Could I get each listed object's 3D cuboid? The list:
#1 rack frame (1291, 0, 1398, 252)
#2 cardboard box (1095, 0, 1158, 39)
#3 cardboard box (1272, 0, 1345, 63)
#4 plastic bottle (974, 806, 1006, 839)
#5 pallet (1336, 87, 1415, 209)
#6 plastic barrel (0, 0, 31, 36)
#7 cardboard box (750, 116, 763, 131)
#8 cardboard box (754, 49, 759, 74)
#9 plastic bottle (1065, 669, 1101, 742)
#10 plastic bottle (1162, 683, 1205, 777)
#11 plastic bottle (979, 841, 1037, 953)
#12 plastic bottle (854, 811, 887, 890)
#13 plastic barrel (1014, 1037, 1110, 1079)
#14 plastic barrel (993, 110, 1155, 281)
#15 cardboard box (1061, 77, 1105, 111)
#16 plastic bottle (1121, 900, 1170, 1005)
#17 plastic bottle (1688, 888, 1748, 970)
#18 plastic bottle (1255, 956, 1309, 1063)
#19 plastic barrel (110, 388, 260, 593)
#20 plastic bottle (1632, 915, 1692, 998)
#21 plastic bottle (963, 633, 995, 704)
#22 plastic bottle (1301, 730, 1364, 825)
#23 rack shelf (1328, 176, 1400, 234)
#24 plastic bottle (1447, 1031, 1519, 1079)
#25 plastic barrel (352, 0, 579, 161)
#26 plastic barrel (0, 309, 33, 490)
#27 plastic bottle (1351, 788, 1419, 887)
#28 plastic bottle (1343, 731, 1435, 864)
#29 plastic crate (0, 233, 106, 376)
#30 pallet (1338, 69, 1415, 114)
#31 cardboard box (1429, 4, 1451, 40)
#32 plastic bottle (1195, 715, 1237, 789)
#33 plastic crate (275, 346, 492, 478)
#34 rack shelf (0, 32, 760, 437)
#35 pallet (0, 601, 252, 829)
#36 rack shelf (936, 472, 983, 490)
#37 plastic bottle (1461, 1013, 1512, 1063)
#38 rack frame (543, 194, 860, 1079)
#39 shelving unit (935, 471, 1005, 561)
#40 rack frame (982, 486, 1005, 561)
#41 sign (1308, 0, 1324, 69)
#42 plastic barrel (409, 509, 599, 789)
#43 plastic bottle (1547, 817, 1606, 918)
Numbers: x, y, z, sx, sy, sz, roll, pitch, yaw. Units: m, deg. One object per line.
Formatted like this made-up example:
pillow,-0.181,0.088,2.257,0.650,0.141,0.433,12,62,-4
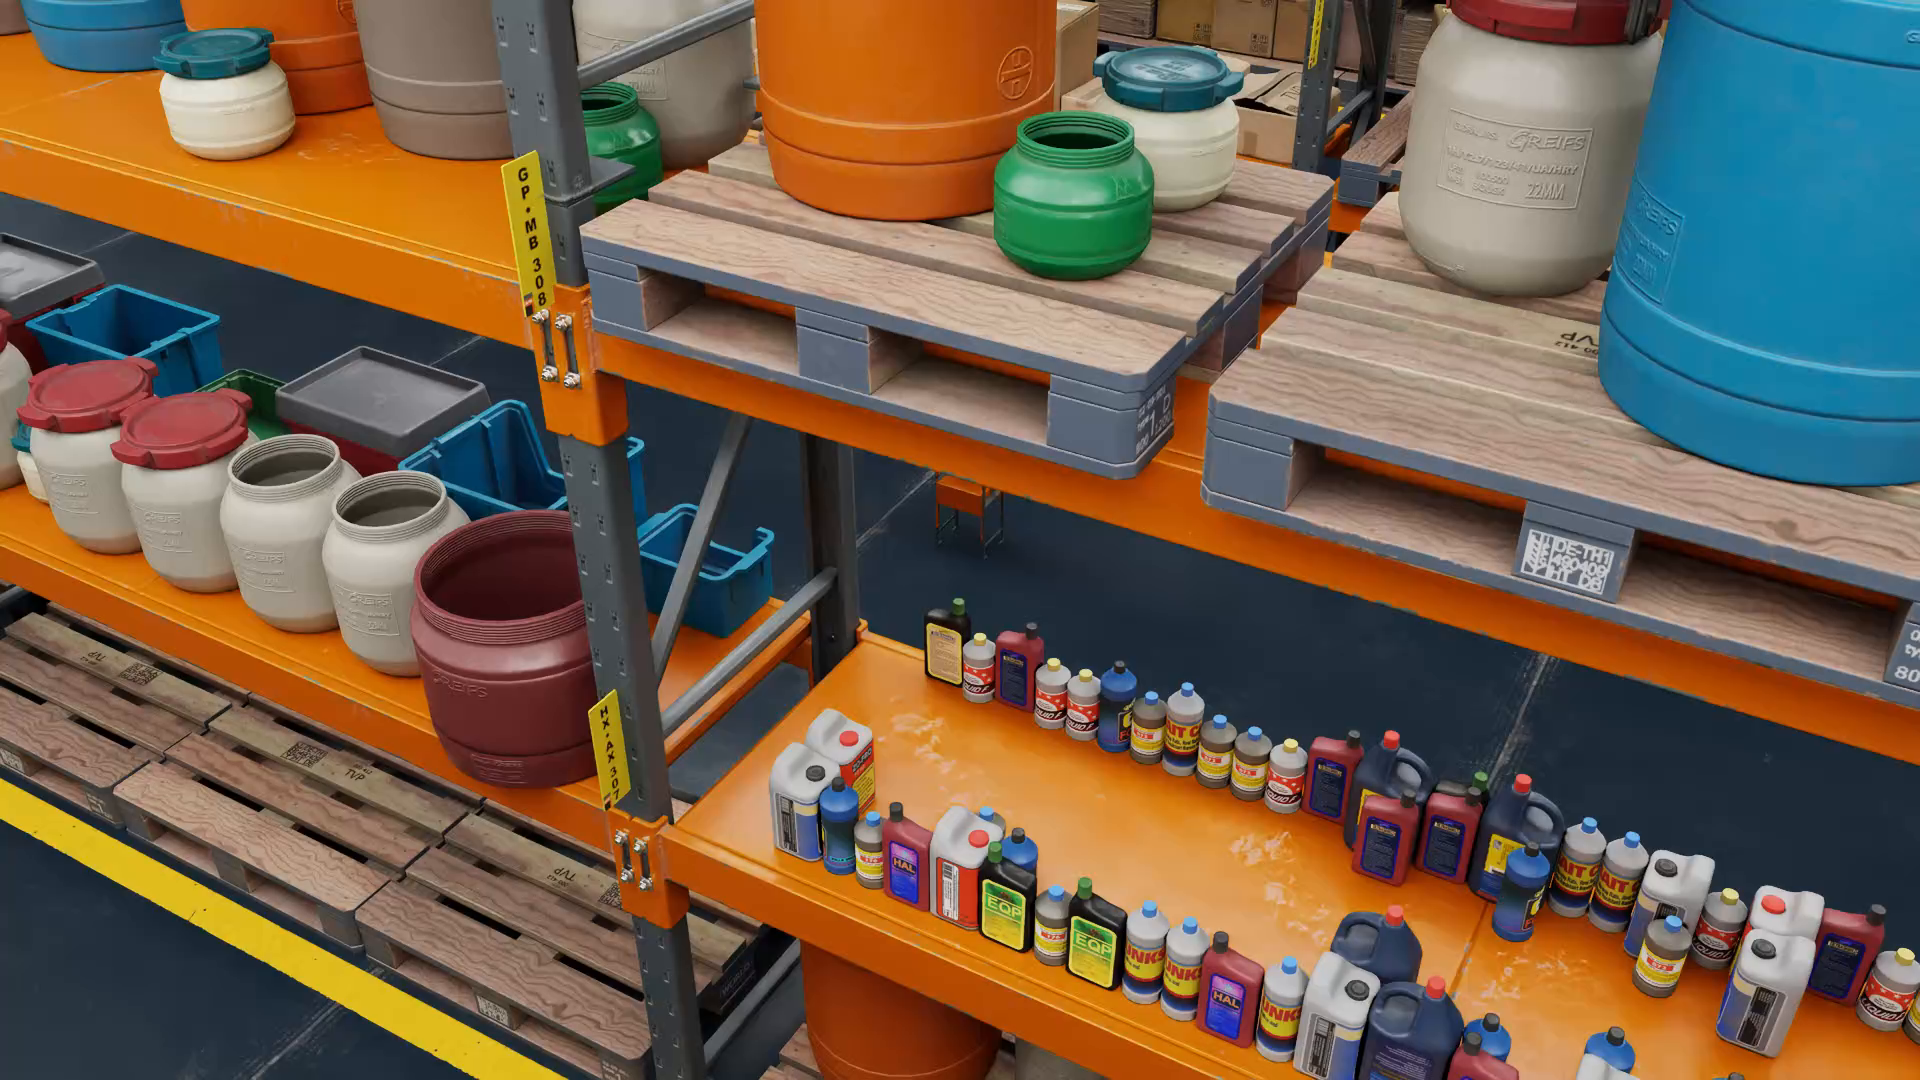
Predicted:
rack frame,1.863,-2.058,8.135,0.127,3.000,1.000,18,37,24
cardboard box,1.492,-4.491,13.647,0.500,0.500,0.700,19,38,26
cardboard box,2.832,-4.079,13.028,0.500,0.500,0.700,17,37,24
plastic bottle,0.065,0.744,4.106,0.097,0.201,0.097,0,34,0
pallet,2.486,-1.826,7.959,1.003,0.211,1.213,18,37,24
plastic barrel,-2.954,-2.018,4.915,0.600,0.901,0.600,0,34,0
cardboard box,-1.116,-2.449,10.317,0.500,0.311,0.500,18,37,24
cardboard box,-0.942,-2.712,9.343,0.250,0.149,0.380,18,37,24
plastic bottle,0.341,0.444,4.557,0.097,0.201,0.097,0,34,0
plastic bottle,0.594,0.495,4.417,0.097,0.271,0.097,0,34,0
plastic bottle,0.113,0.833,3.897,0.133,0.283,0.061,18,37,24
plastic bottle,-0.211,0.753,4.092,0.097,0.201,0.097,0,34,0
plastic barrel,0.370,1.424,4.771,0.421,0.512,0.421,0,34,0
plastic barrel,0.208,-0.632,3.048,0.294,0.245,0.294,0,34,0
cardboard box,0.728,-2.277,8.690,0.250,0.149,0.380,21,39,28
plastic bottle,0.422,0.925,3.771,0.097,0.271,0.097,0,34,0
plastic bottle,1.771,0.897,3.876,0.097,0.201,0.097,0,34,0
plastic bottle,0.707,1.015,3.635,0.097,0.271,0.097,0,34,0
plastic barrel,-2.337,-0.143,5.136,0.433,0.535,0.433,0,34,0
plastic bottle,1.611,0.943,3.807,0.097,0.201,0.097,0,34,0
plastic bottle,0.056,0.353,4.692,0.097,0.201,0.097,0,34,0
plastic bottle,0.957,0.593,4.258,0.133,0.283,0.061,18,37,24
rack shelf,3.599,-1.209,7.508,4.000,0.370,1.077,18,37,24
plastic bottle,1.075,1.138,3.439,0.133,0.283,0.061,18,37,24
plastic barrel,-1.203,-1.463,4.082,0.600,0.901,0.600,0,34,0
plastic barrel,-3.349,-0.464,5.617,0.433,0.535,0.433,0,34,0
plastic bottle,1.046,0.713,4.078,0.133,0.283,0.061,18,37,24
plastic bottle,1.075,0.629,4.144,0.185,0.351,0.144,18,37,24
plastic crate,-3.499,-0.816,6.212,0.583,0.464,0.402,18,37,24
pallet,3.640,-3.498,12.813,1.213,0.211,1.003,18,37,24
cardboard box,2.466,-2.156,7.812,0.500,0.500,0.700,6,34,9
plastic bottle,0.679,0.551,4.396,0.097,0.201,0.097,0,34,0
plastic crate,-1.849,-0.294,5.427,0.583,0.464,0.402,18,37,24
rack shelf,-2.335,-1.175,4.751,4.000,0.370,1.077,18,37,24
pallet,-3.370,0.582,6.685,1.213,0.211,1.003,18,37,24
rack shelf,0.046,-0.413,7.443,0.240,0.259,0.215,18,37,24
plastic bottle,1.099,1.100,3.507,0.097,0.271,0.097,0,34,0
rack frame,-0.598,0.324,4.557,0.127,3.000,1.000,18,37,24
shelving unit,0.046,-0.422,7.437,0.252,1.050,0.215,18,37,24
rack frame,0.152,-0.389,7.387,0.008,1.050,0.200,18,37,24
sign,1.590,-2.272,7.411,0.005,0.325,0.100,18,37,24
plastic barrel,-1.151,0.286,4.492,0.708,0.536,0.600,18,37,24
plastic bottle,1.485,0.777,3.993,0.097,0.271,0.097,0,34,0
